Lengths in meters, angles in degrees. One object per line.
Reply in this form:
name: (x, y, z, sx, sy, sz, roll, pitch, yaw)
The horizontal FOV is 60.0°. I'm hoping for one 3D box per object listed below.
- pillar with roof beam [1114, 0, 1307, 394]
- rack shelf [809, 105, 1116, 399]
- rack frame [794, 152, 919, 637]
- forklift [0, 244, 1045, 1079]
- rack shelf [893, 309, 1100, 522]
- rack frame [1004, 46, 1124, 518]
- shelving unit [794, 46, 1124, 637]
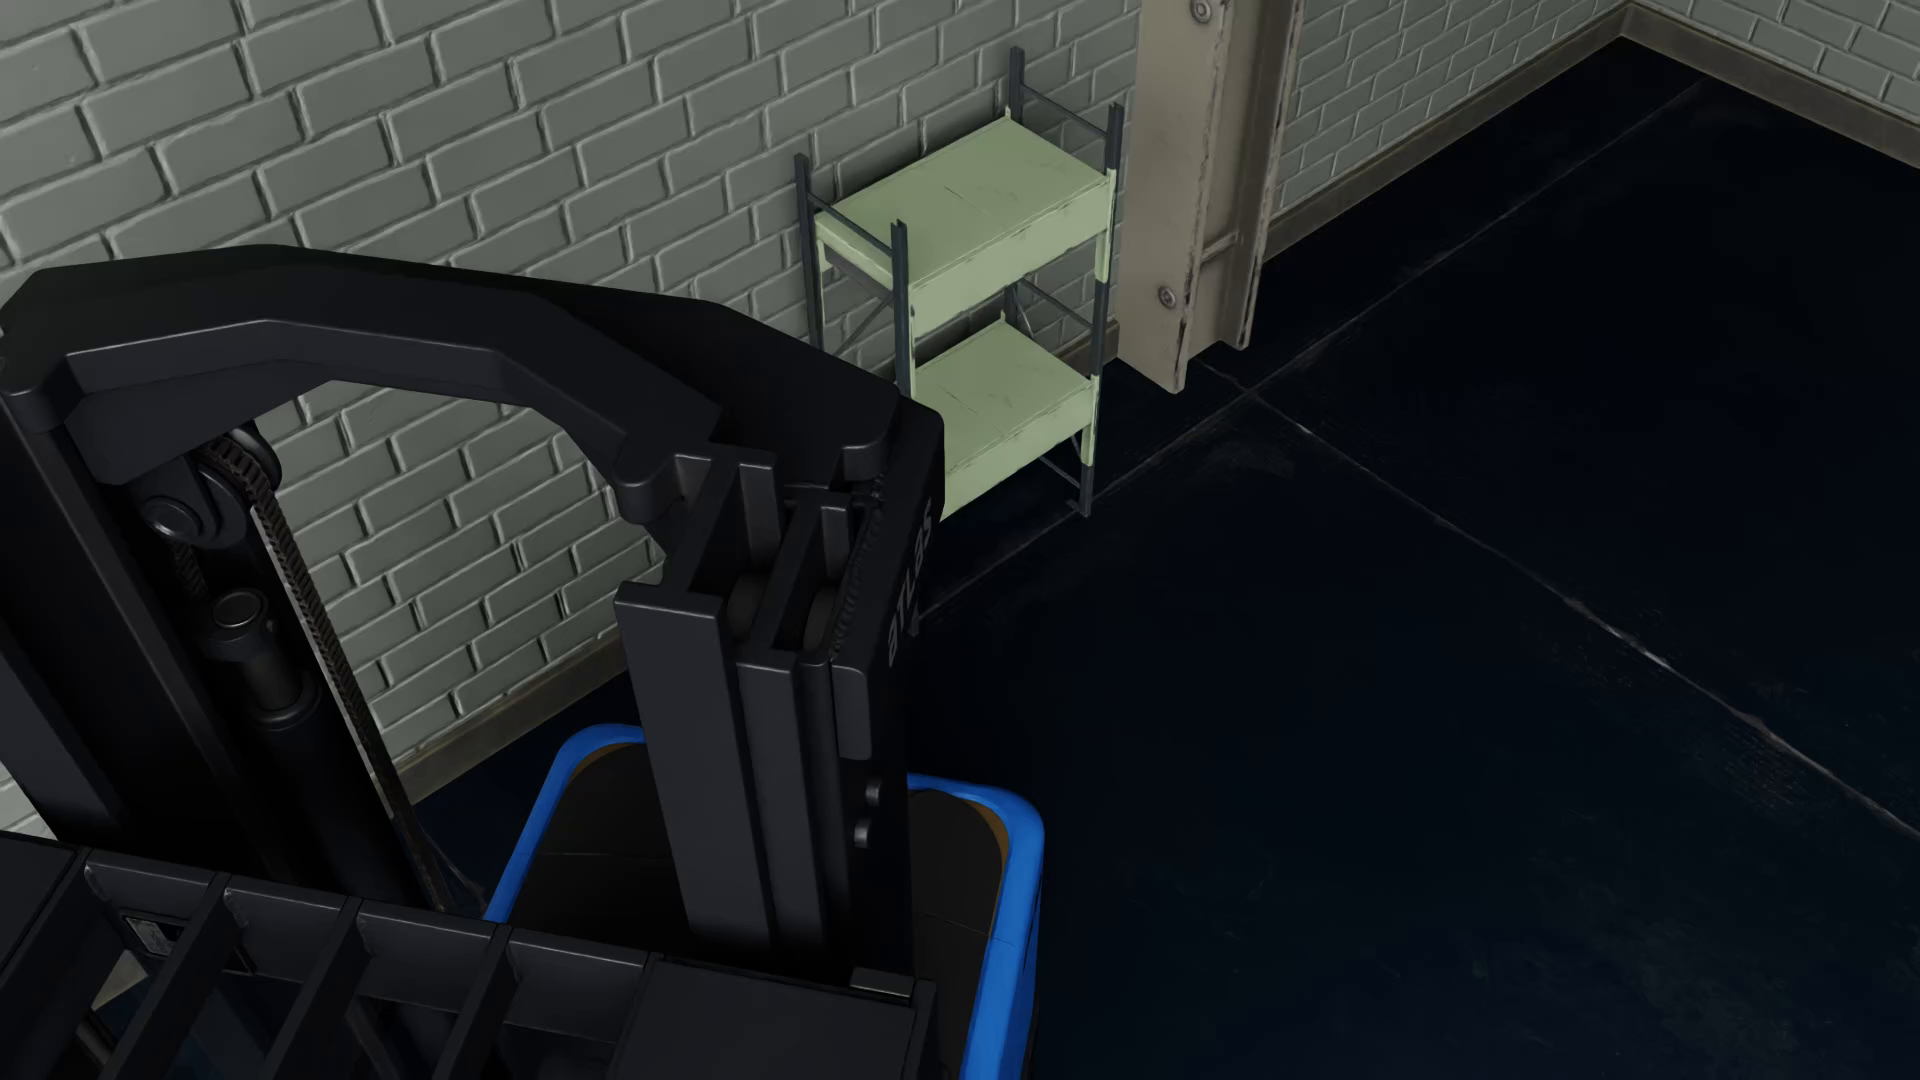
pillar with roof beam: (3.674, -1.390, 0.410, 0.400, 9.000, 9.100, -34, 56, -27)
rack shelf: (0.005, -0.777, 4.415, 0.720, 0.370, 0.431, -34, 56, -27)
rack frame: (-0.266, -0.331, 4.535, 0.023, 1.500, 0.400, -34, 56, -27)
forklift: (-0.611, 1.235, 2.116, 1.130, 2.935, 3.031, 8, 48, 8)
rack shelf: (0.005, -0.291, 4.941, 0.720, 0.370, 0.431, -34, 56, -27)
rack frame: (0.276, -0.693, 4.869, 0.023, 1.500, 0.400, -34, 56, -27)
shelving unit: (0.005, -0.512, 4.702, 0.755, 1.500, 0.431, -34, 56, -27)
